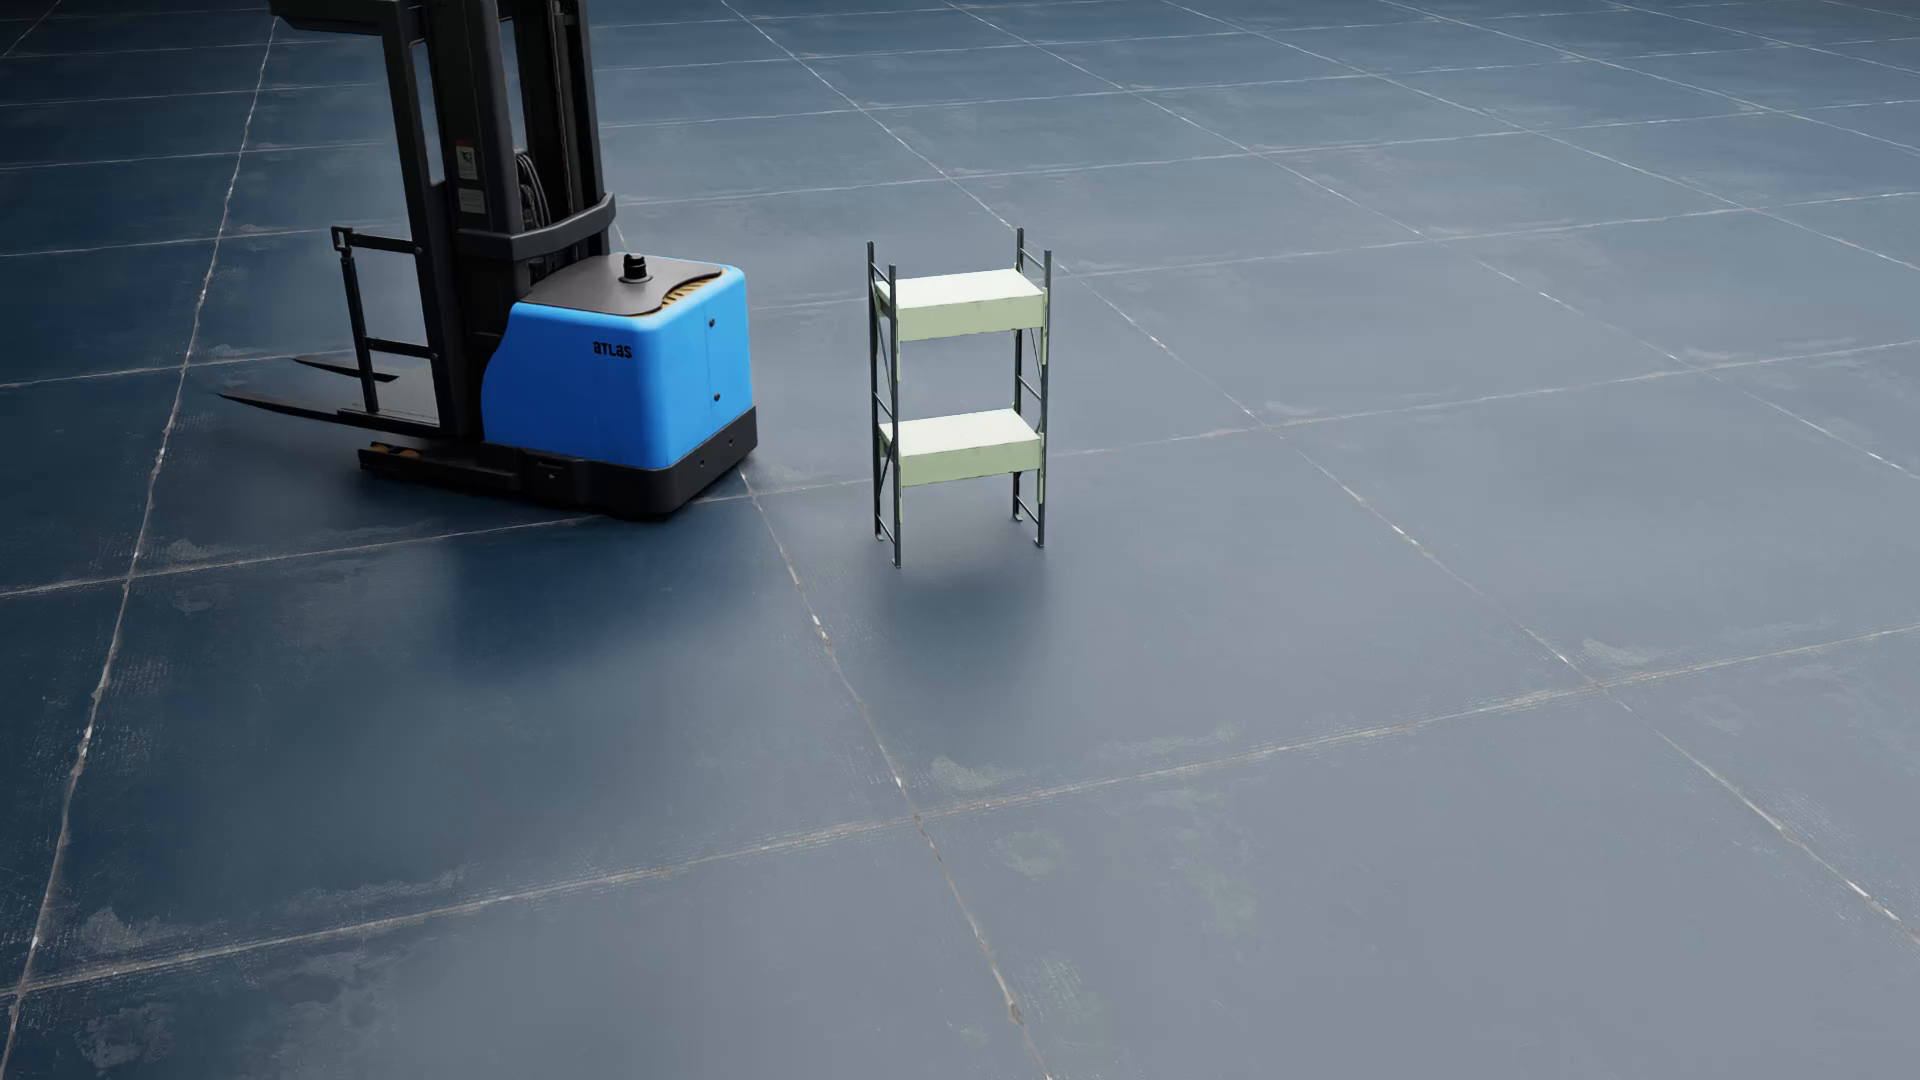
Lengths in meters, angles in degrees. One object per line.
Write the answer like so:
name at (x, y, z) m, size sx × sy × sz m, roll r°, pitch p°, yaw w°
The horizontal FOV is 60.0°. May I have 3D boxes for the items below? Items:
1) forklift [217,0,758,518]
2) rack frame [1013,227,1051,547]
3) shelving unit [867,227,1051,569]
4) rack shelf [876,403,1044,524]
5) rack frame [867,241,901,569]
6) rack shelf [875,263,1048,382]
forklift at (-2.680, -1.830, 8.641) m, size 3.031 × 2.935 × 1.130 m, roll 10°, pitch 28°, yaw 19°
rack frame at (0.342, -0.721, 8.016) m, size 0.023 × 1.500 × 0.400 m, roll -8°, pitch 28°, yaw -16°
shelving unit at (-0.006, -0.671, 7.915) m, size 0.755 × 1.500 × 0.431 m, roll -8°, pitch 28°, yaw -16°
rack shelf at (-0.006, -0.379, 8.060) m, size 0.720 × 0.370 × 0.431 m, roll -8°, pitch 28°, yaw -16°
rack frame at (-0.354, -0.620, 7.813) m, size 0.023 × 1.500 × 0.400 m, roll -8°, pitch 28°, yaw -16°
rack shelf at (-0.006, -1.020, 7.741) m, size 0.720 × 0.370 × 0.431 m, roll -8°, pitch 28°, yaw -16°
